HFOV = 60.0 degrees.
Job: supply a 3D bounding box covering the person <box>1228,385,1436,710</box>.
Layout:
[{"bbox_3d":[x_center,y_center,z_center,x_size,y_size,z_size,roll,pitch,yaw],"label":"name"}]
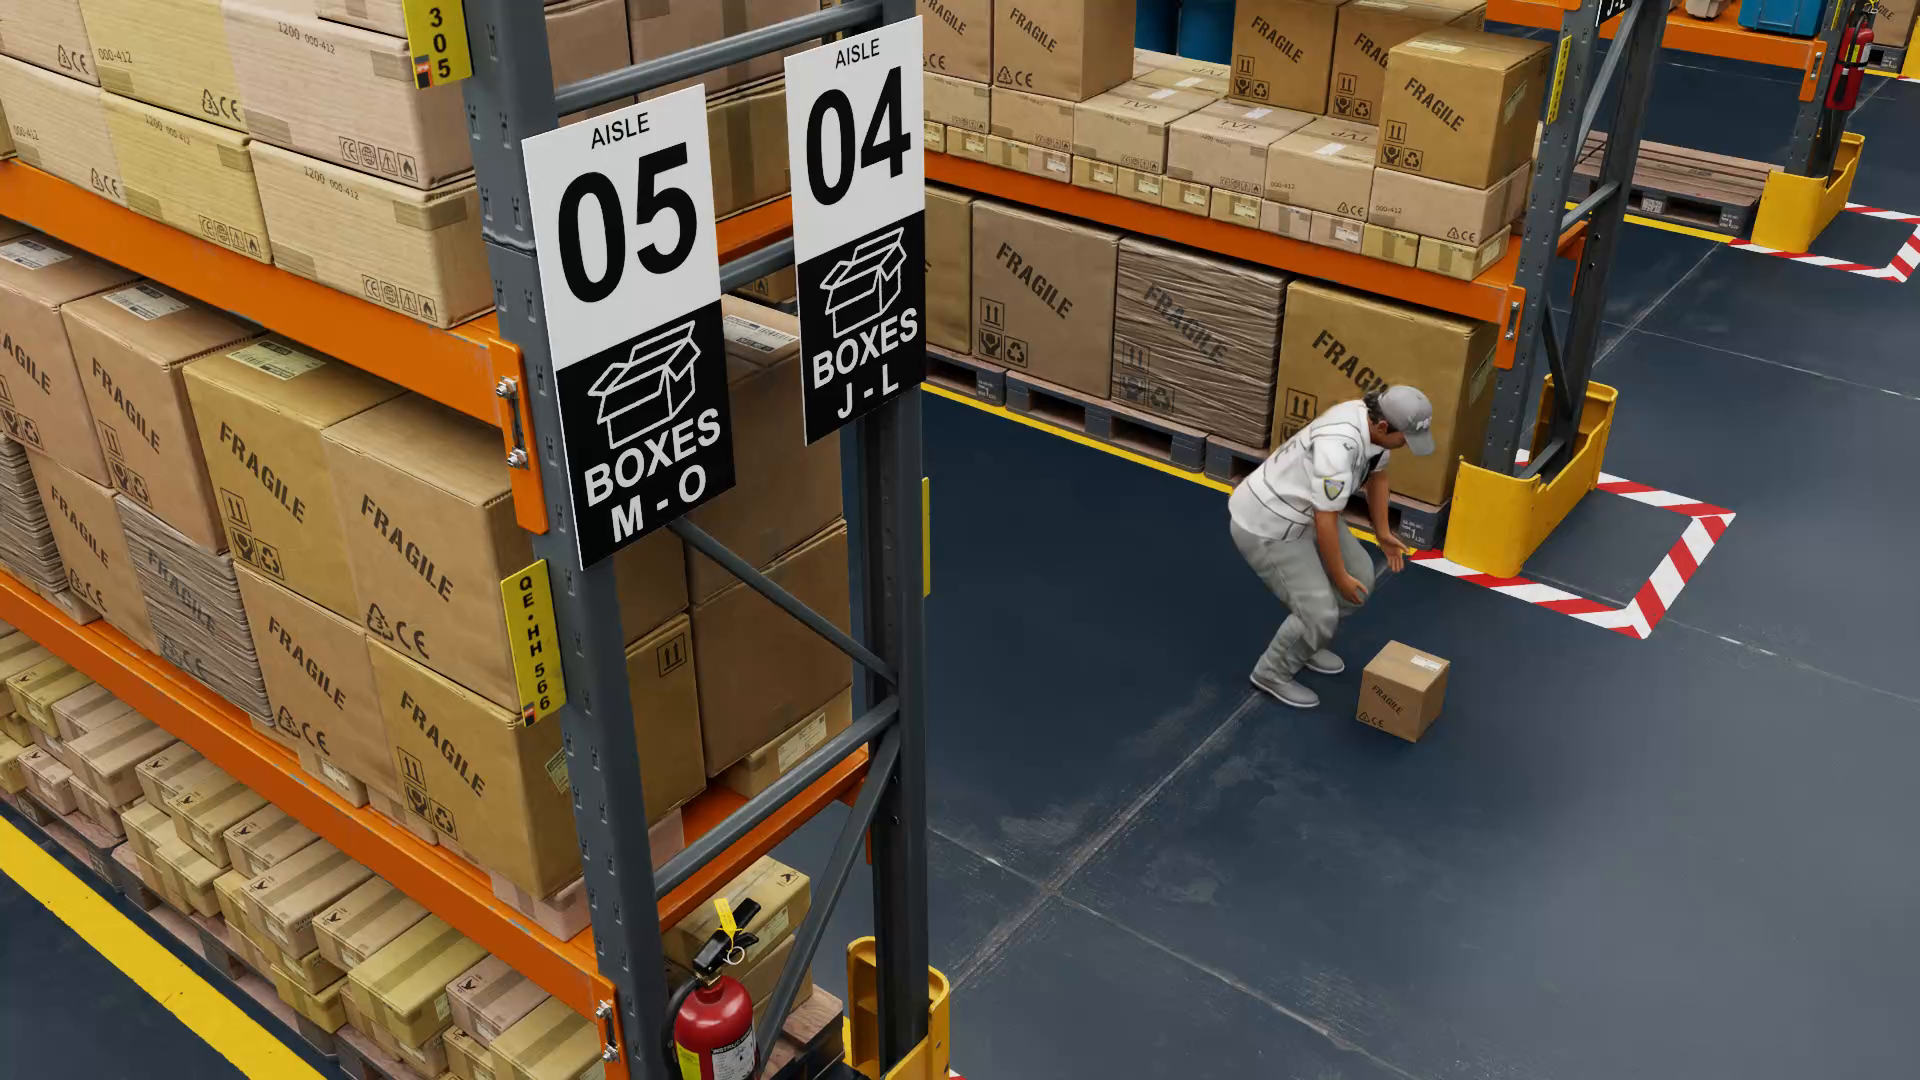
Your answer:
[{"bbox_3d":[1.424,-0.029,6.467,0.728,1.379,0.534,22,37,31],"label":"person"}]
